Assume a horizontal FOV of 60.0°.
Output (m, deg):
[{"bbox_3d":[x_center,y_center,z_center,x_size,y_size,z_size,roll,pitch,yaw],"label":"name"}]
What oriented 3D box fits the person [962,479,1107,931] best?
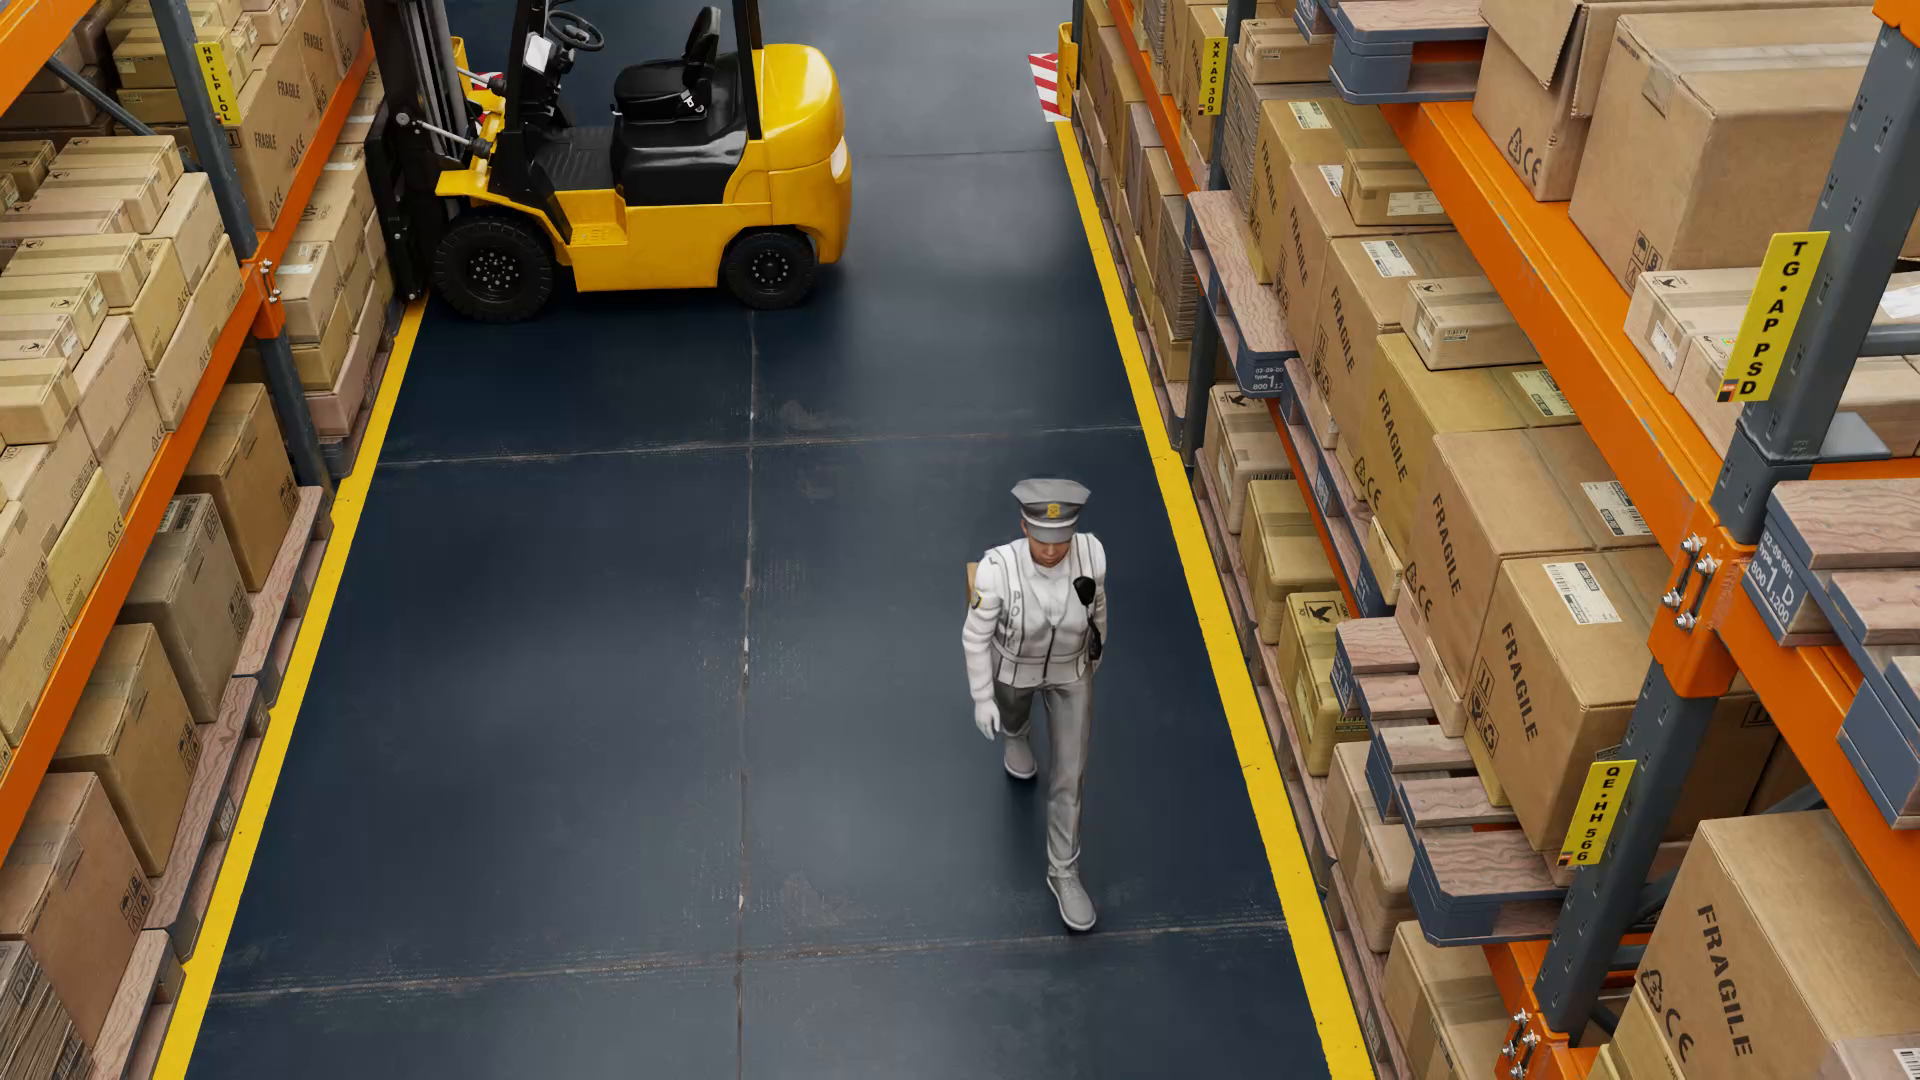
[{"bbox_3d":[0.262,0.437,5.600,0.515,1.610,1.008,-3,39,-3],"label":"person"}]
